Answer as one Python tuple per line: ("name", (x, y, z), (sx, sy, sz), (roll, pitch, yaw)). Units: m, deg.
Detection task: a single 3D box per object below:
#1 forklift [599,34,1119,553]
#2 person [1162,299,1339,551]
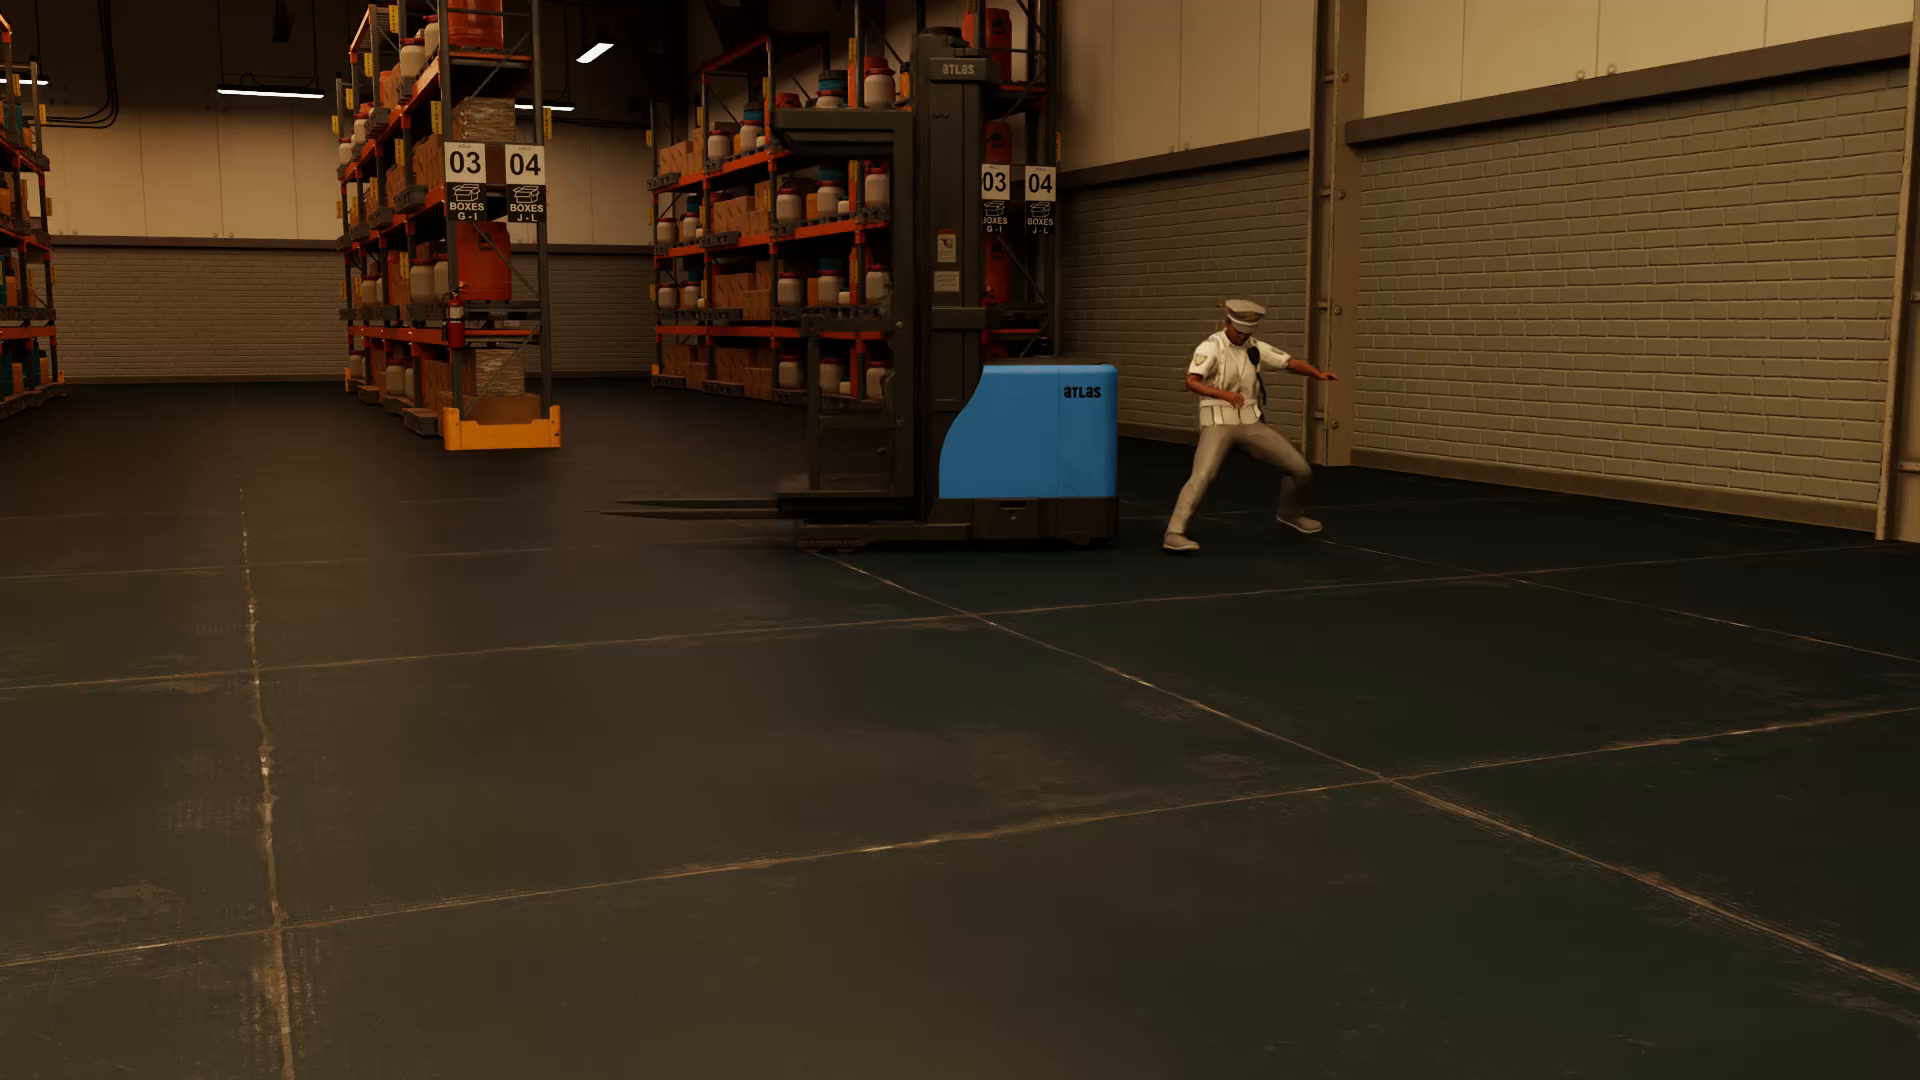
("forklift", (-0.609, -1.448, 9.921), (3.031, 2.935, 1.130), (-1, 8, -4))
("person", (1.719, -0.695, 9.815), (1.225, 1.441, 0.715), (-3, 8, -18))
